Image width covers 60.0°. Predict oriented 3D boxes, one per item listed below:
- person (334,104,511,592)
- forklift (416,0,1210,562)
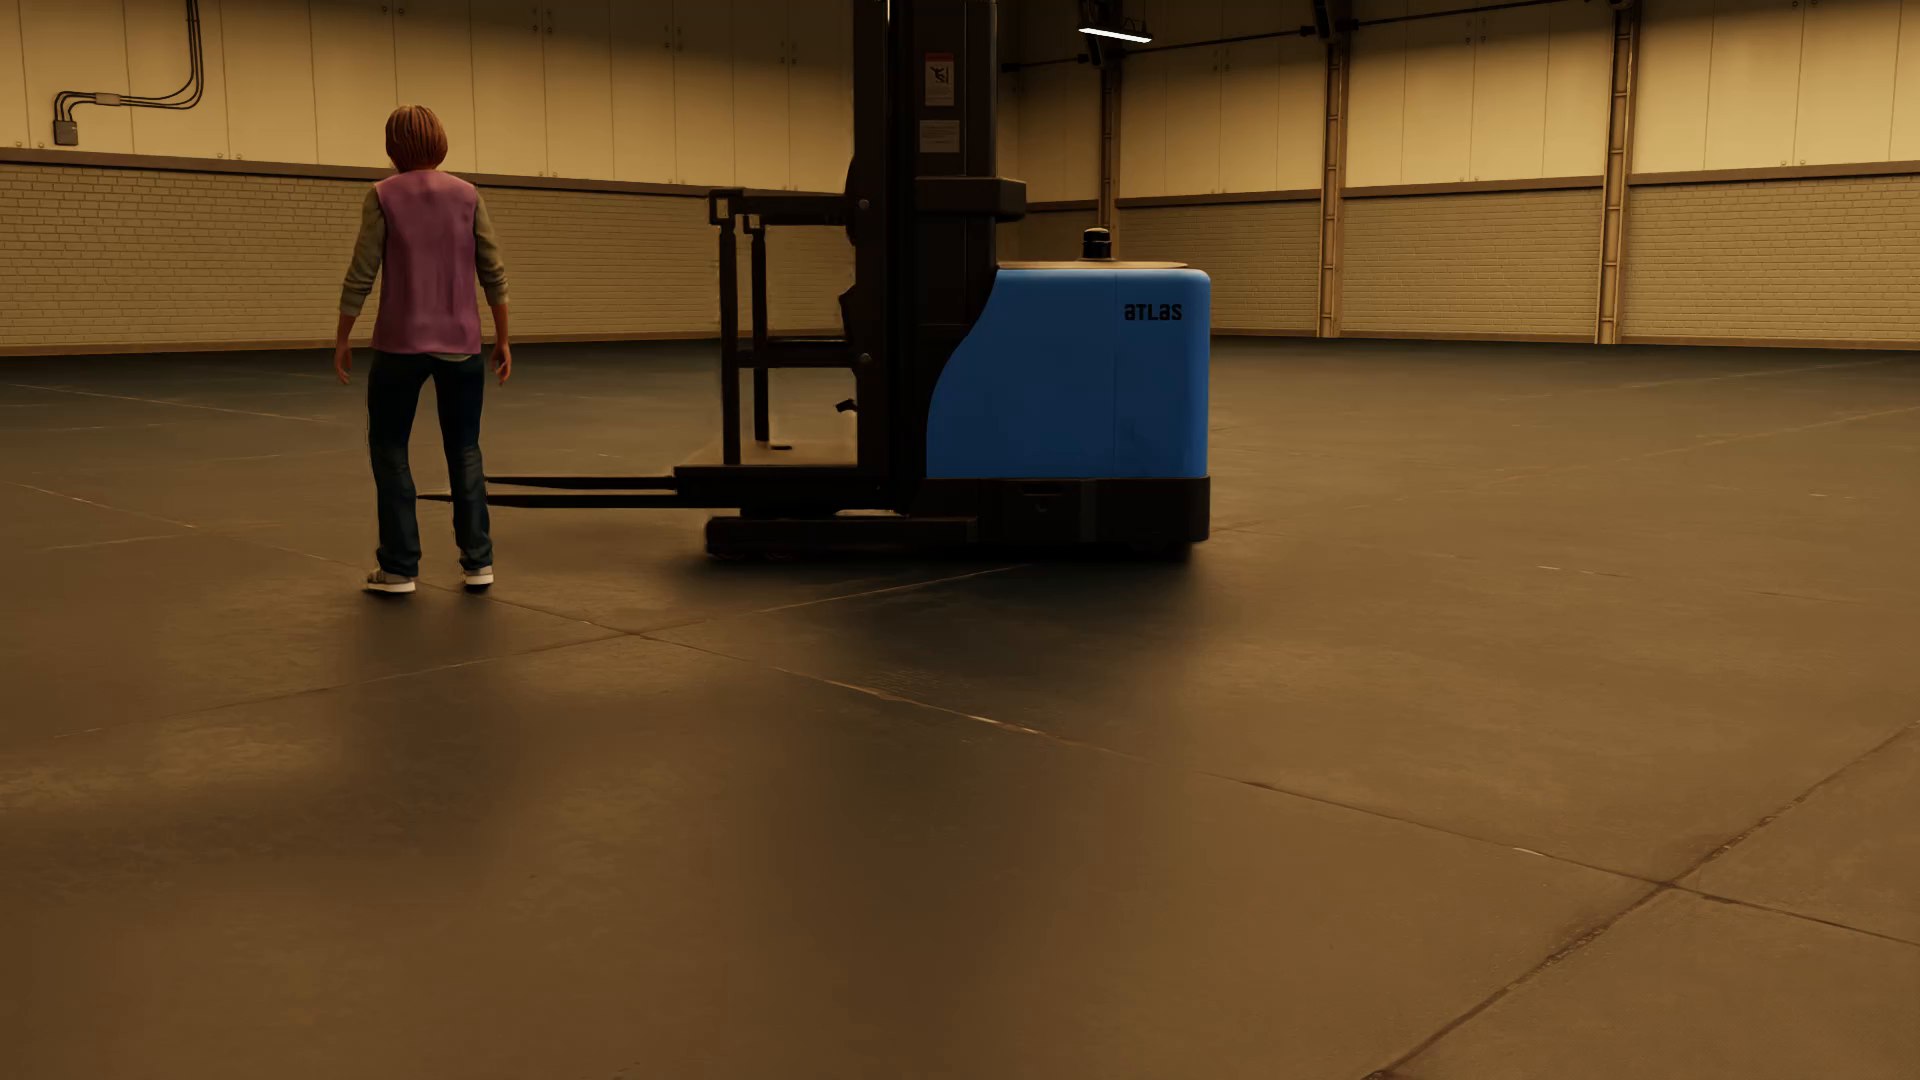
[{"bbox_3d":[-1.770,-0.620,5.492,0.558,1.594,0.365,-5,10,-32],"label":"person"},{"bbox_3d":[-0.581,-1.446,6.476,3.031,2.935,1.130,0,9,0],"label":"forklift"}]
